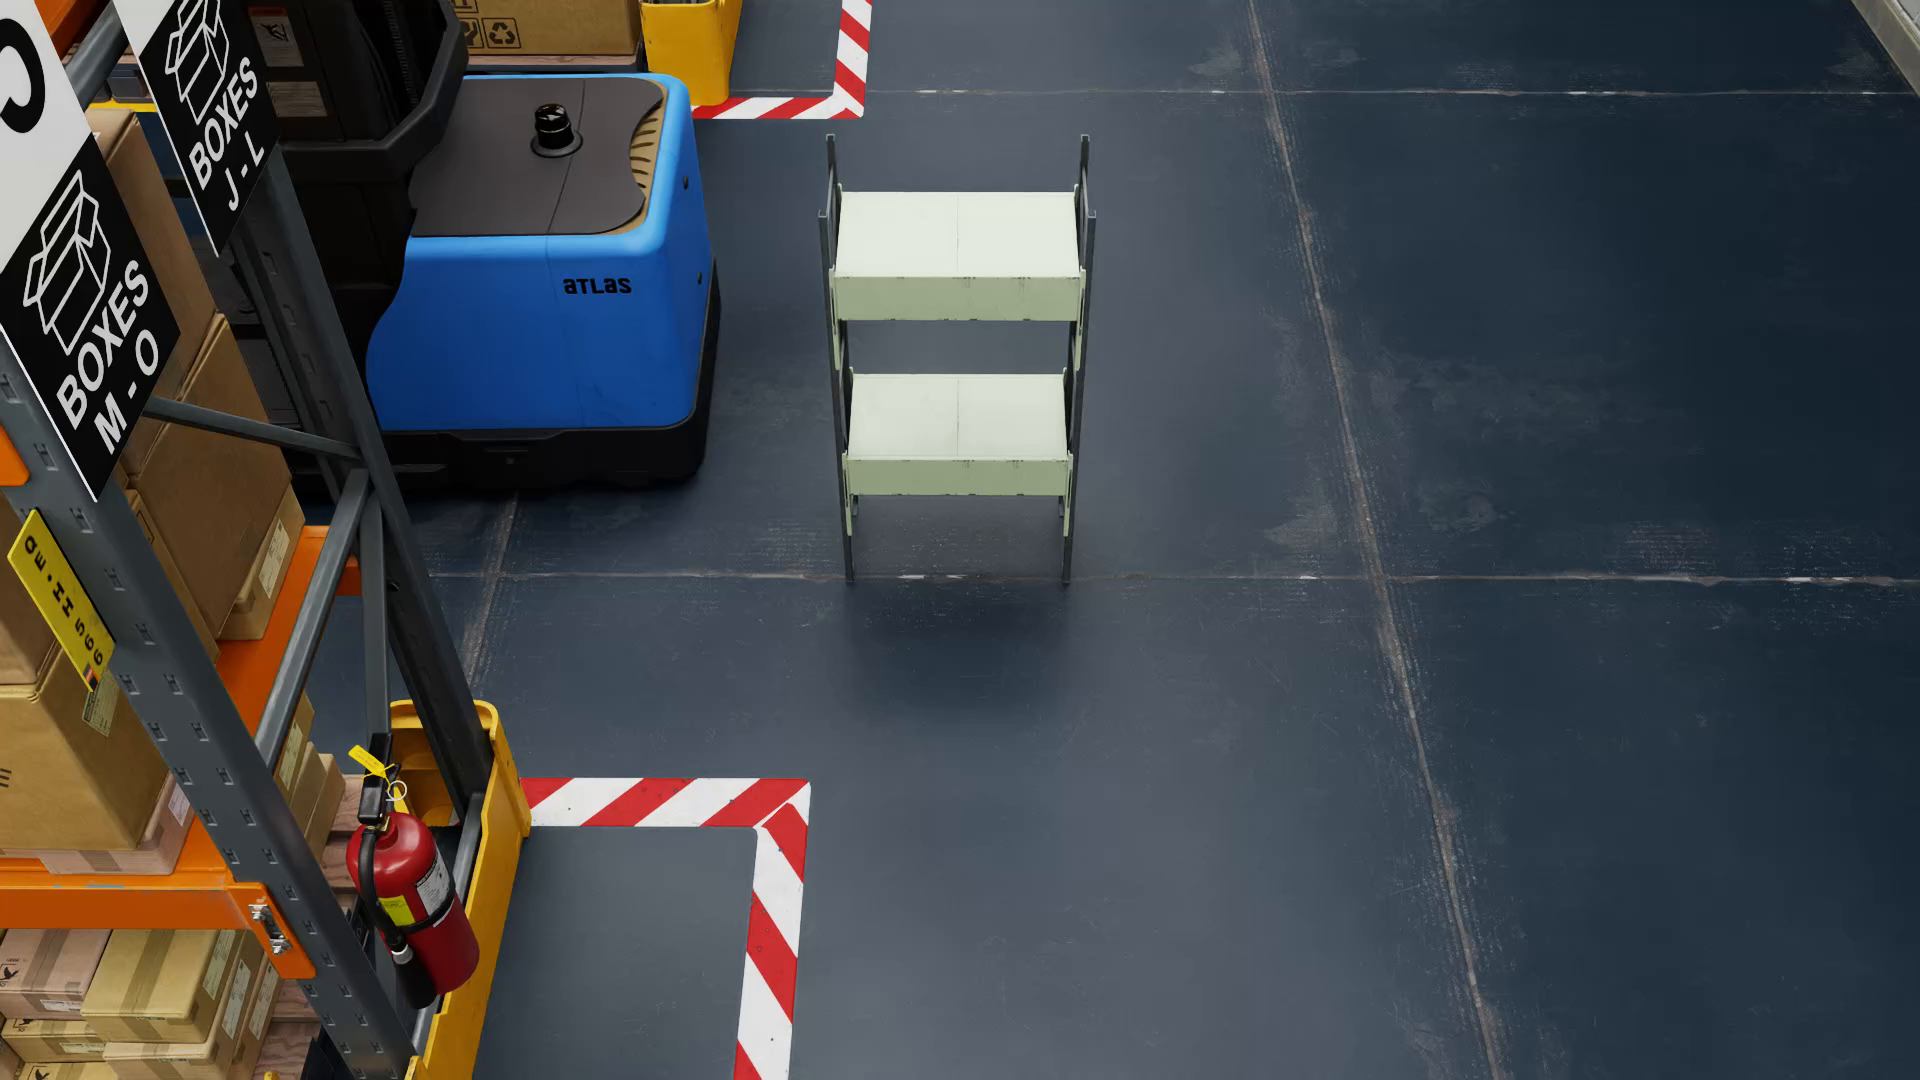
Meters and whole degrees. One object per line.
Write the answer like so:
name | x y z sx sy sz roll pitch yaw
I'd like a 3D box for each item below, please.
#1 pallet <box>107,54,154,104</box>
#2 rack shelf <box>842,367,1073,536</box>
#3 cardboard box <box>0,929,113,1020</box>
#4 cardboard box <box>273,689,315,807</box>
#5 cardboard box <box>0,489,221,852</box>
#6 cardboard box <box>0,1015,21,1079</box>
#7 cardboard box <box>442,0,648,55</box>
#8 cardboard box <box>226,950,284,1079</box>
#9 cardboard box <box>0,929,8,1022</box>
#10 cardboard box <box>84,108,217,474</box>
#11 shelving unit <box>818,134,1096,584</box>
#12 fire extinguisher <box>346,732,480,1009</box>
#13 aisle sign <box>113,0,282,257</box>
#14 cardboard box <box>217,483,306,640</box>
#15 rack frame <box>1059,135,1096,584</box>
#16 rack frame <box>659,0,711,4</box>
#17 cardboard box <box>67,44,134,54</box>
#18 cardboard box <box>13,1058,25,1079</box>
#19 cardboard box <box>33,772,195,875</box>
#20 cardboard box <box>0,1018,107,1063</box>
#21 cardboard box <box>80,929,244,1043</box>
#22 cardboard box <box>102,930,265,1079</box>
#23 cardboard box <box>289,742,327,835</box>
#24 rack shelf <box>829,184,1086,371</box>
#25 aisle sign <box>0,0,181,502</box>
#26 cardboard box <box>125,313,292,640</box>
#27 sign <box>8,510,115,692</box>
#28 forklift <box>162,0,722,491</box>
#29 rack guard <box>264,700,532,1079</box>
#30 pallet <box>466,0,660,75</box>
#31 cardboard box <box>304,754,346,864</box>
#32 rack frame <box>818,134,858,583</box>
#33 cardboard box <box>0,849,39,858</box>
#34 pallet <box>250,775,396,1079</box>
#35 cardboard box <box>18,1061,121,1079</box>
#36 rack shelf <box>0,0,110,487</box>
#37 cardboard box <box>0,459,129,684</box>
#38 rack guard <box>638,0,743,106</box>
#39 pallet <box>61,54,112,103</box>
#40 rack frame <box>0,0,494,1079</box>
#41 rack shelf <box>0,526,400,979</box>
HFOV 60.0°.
pallet | -3.276 -2.435 7.872 1.213 0.211 1.003 0 47 0
rack shelf | -0.007 -0.289 5.440 0.720 0.370 0.431 0 47 0
cardboard box | -2.160 0.963 4.059 0.250 0.149 0.380 1 47 1
cardboard box | -1.901 0.571 4.423 0.250 0.149 0.380 -2 47 -2
cardboard box | -1.829 0.247 3.199 0.500 0.500 0.500 1 47 1
cardboard box | -2.427 1.130 4.107 0.250 0.149 0.380 -2 47 -1
cardboard box | -1.899 -2.797 7.469 0.875 0.875 0.875 0 47 0
cardboard box | -1.906 1.175 4.268 0.250 0.149 0.380 1 47 1
cardboard box | -2.420 1.055 3.973 0.250 0.149 0.380 -1 47 -1
cardboard box | -1.827 -0.476 3.189 0.500 0.500 0.500 0 47 0
shelving unit | -0.007 -0.511 5.201 0.755 1.500 0.431 0 47 0
fire extinguisher | -1.129 0.688 3.368 0.183 0.674 0.296 0 47 0
aisle sign | -1.305 -0.909 2.771 0.004 0.787 0.394 0 47 0
cardboard box | -1.701 0.041 3.835 0.250 0.149 0.380 0 47 0
rack frame | 0.359 -0.510 5.200 0.023 1.500 0.400 0 47 0
rack frame | -1.259 -3.435 6.898 0.127 3.000 1.000 0 47 0
cardboard box | -3.699 -2.802 7.473 0.875 0.875 0.875 0 47 0
cardboard box | -2.427 1.185 4.259 0.250 0.149 0.380 0 47 0
cardboard box | -1.706 0.487 3.419 0.250 0.149 0.380 0 47 0
cardboard box | -2.169 1.090 4.144 0.250 0.149 0.380 -1 47 -1
cardboard box | -1.909 1.005 4.019 0.250 0.149 0.380 1 47 1
cardboard box | -1.908 1.130 4.106 0.250 0.149 0.380 -1 47 -1
cardboard box | -1.902 0.733 4.476 0.250 0.149 0.380 2 47 2
rack shelf | -0.007 -0.777 4.915 0.720 0.370 0.431 0 47 0
aisle sign | -1.307 -0.470 2.362 0.004 0.787 0.394 0 47 0
cardboard box | -1.827 -0.143 3.562 0.500 0.500 0.500 2 47 2
sign | -1.401 0.100 2.601 0.005 0.325 0.100 0 47 0
forklift | -2.437 -1.526 5.168 3.031 2.935 1.130 -1 47 -1
rack guard | -1.455 1.047 4.434 0.348 0.500 1.175 0 47 0
pallet | -2.059 -2.429 7.867 1.213 0.211 1.003 0 47 0
cardboard box | -1.901 0.788 4.628 0.250 0.149 0.380 1 47 1
rack frame | -0.373 -0.512 5.202 0.023 1.500 0.400 0 47 0
cardboard box | -1.954 0.459 3.445 0.250 0.149 0.380 0 47 0
pallet | -2.267 1.117 4.566 1.213 0.211 1.003 0 47 0
cardboard box | -2.163 1.249 4.199 0.250 0.149 0.380 1 47 1
rack shelf | -3.379 -0.587 2.689 4.000 0.370 1.077 0 47 0
cardboard box | -1.837 -0.100 2.839 0.500 0.500 0.500 -1 47 -1
rack guard | -1.235 -2.583 7.813 0.348 0.500 1.175 0 47 0
pallet | -4.499 -2.436 7.873 1.213 0.211 1.003 0 47 0
rack frame | -1.379 0.196 3.519 0.127 3.000 1.000 0 47 0
rack shelf | -3.379 0.435 3.787 4.000 0.370 1.077 0 47 0
